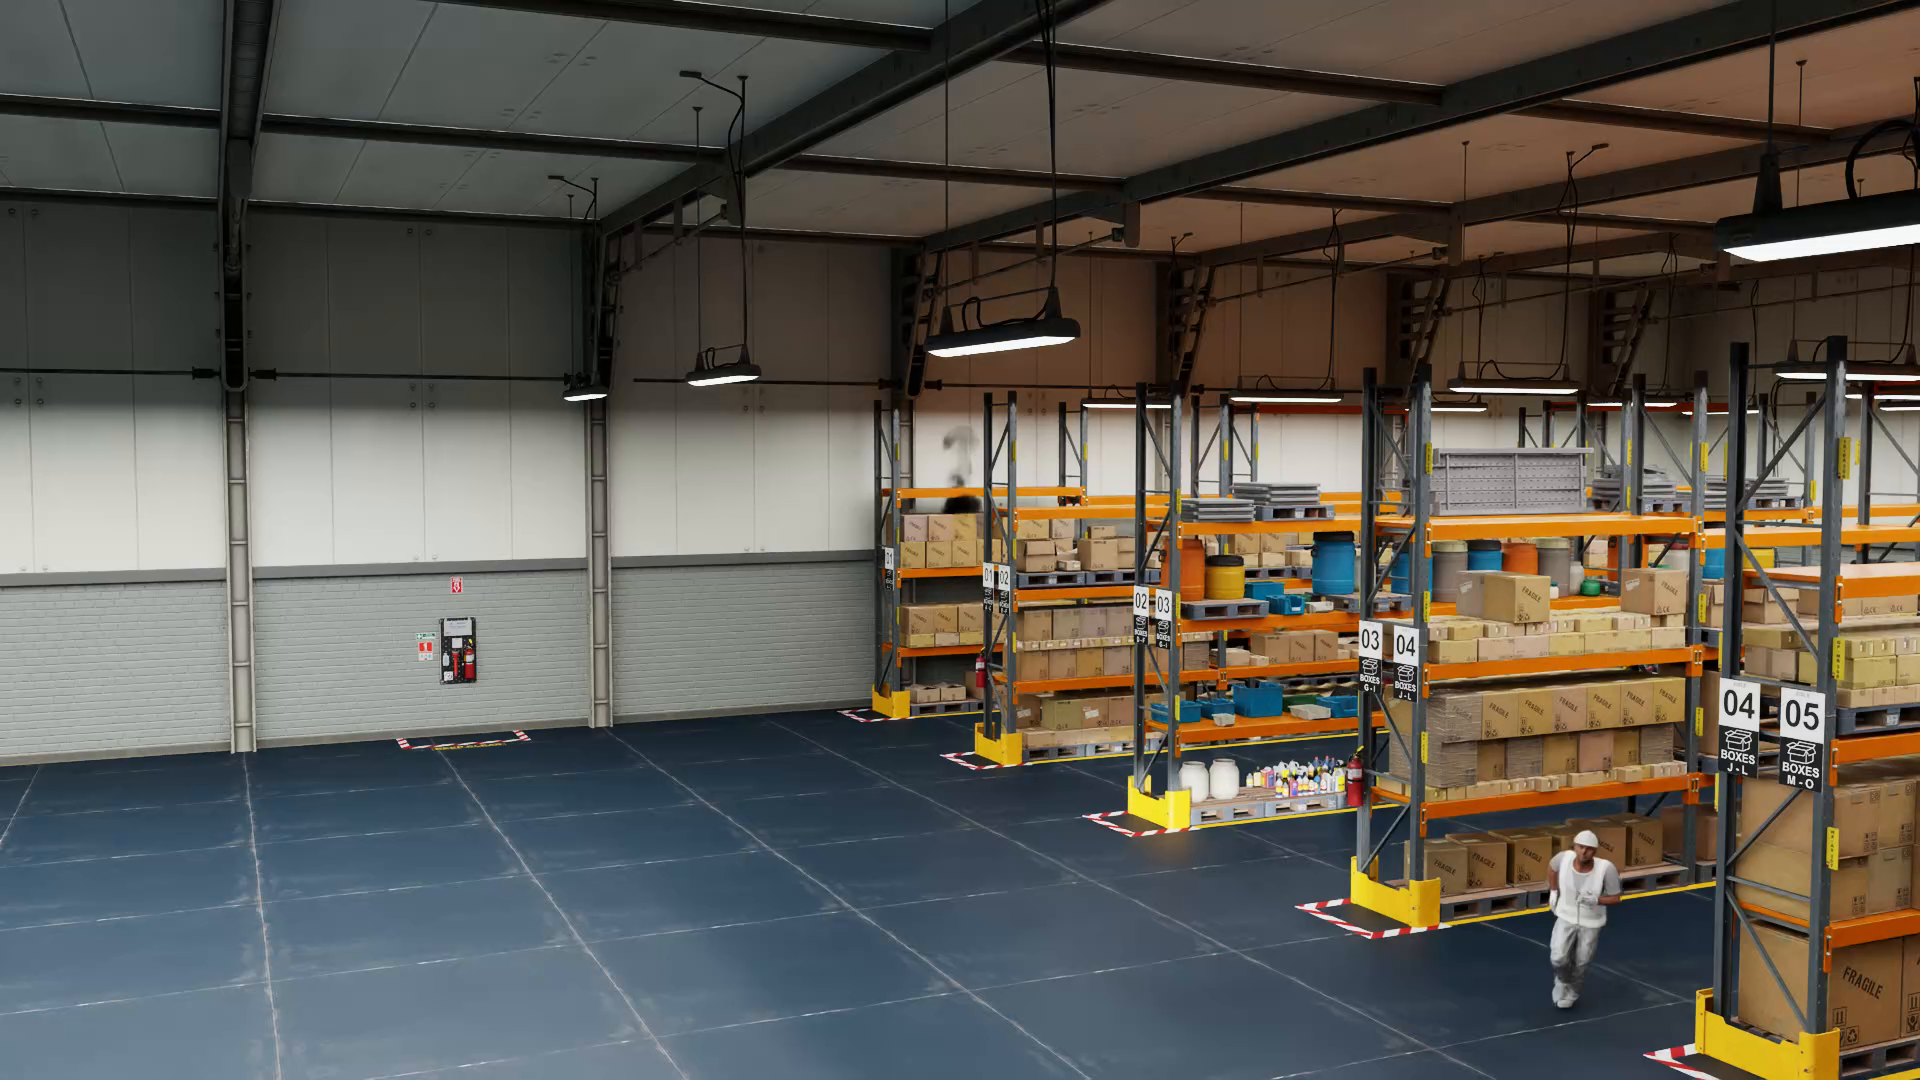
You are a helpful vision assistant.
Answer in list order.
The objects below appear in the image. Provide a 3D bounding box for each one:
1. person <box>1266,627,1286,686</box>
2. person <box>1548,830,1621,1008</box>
[{"bbox_3d":[6.202,2.444,32.477,0.723,1.654,0.625,-2,4,-33],"label":"person"},{"bbox_3d":[5.600,3.424,14.968,0.647,1.702,0.682,2,4,26],"label":"person"}]
